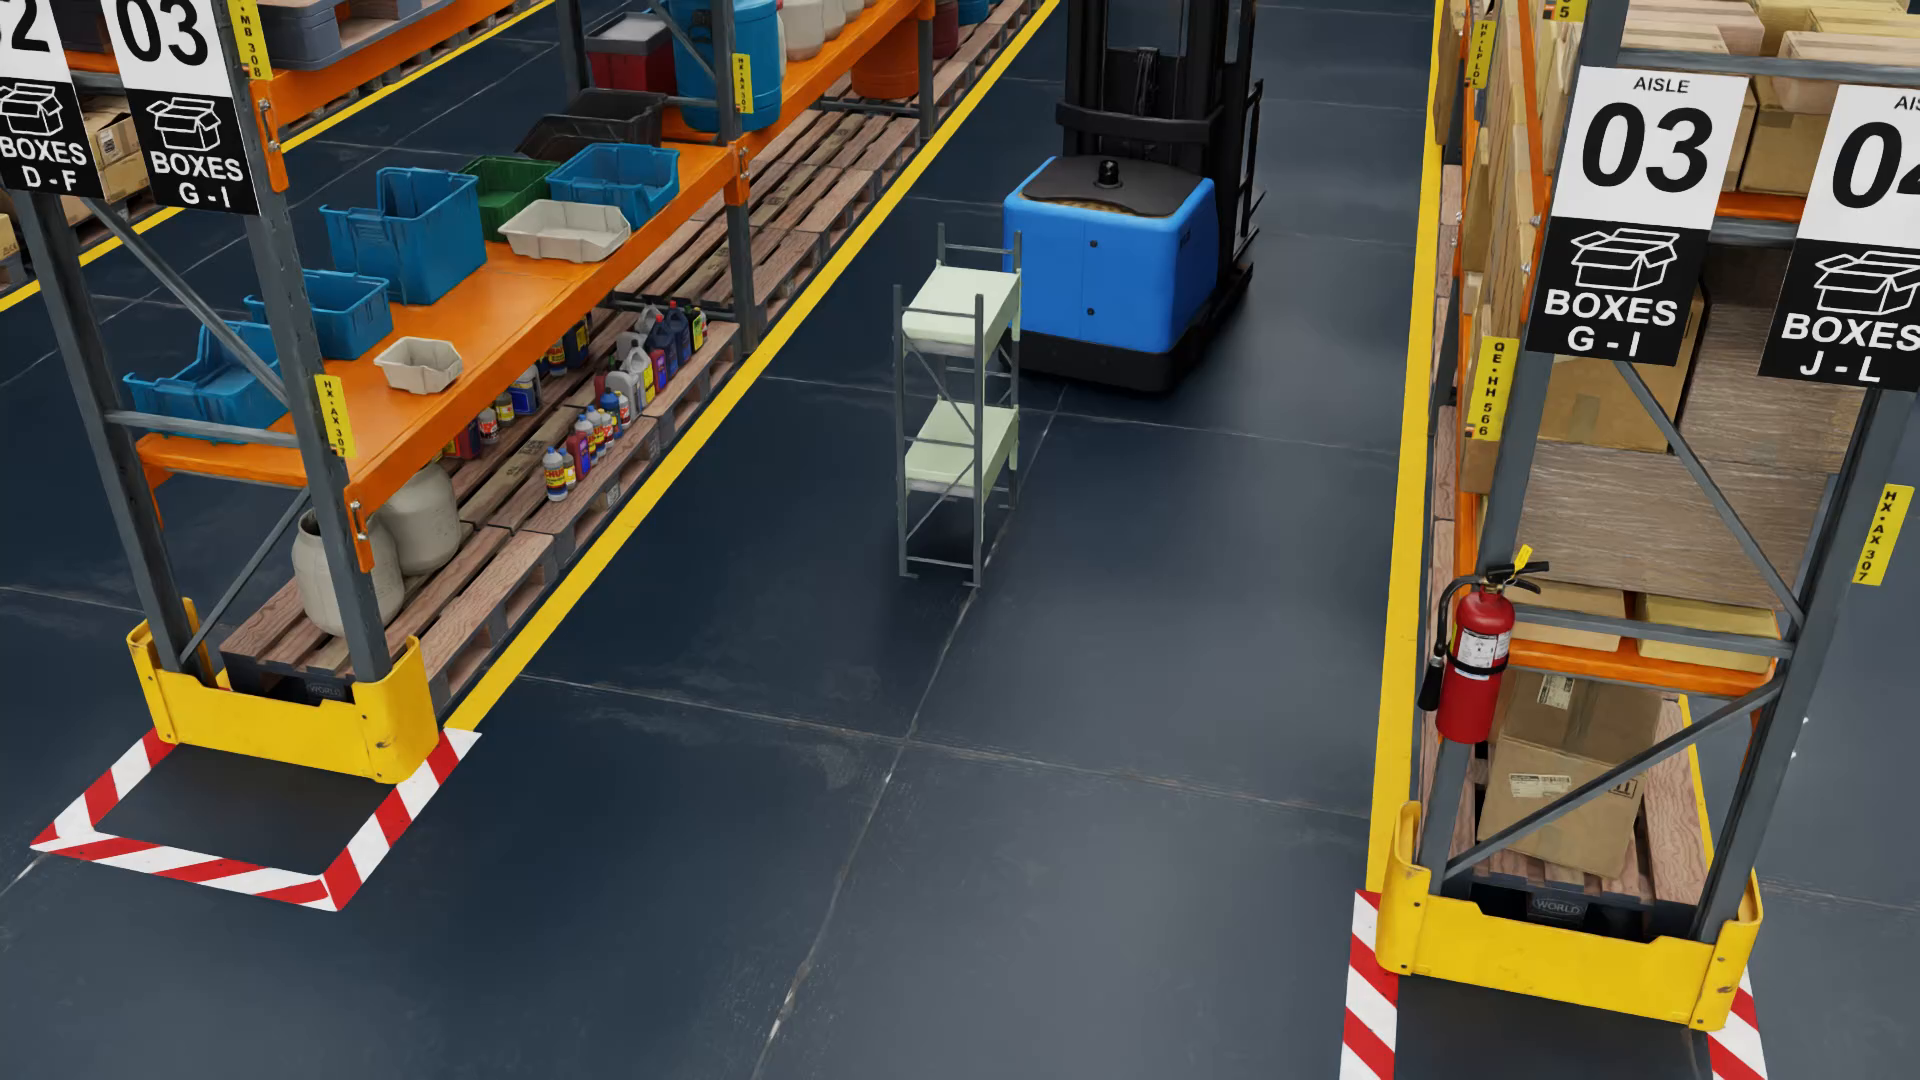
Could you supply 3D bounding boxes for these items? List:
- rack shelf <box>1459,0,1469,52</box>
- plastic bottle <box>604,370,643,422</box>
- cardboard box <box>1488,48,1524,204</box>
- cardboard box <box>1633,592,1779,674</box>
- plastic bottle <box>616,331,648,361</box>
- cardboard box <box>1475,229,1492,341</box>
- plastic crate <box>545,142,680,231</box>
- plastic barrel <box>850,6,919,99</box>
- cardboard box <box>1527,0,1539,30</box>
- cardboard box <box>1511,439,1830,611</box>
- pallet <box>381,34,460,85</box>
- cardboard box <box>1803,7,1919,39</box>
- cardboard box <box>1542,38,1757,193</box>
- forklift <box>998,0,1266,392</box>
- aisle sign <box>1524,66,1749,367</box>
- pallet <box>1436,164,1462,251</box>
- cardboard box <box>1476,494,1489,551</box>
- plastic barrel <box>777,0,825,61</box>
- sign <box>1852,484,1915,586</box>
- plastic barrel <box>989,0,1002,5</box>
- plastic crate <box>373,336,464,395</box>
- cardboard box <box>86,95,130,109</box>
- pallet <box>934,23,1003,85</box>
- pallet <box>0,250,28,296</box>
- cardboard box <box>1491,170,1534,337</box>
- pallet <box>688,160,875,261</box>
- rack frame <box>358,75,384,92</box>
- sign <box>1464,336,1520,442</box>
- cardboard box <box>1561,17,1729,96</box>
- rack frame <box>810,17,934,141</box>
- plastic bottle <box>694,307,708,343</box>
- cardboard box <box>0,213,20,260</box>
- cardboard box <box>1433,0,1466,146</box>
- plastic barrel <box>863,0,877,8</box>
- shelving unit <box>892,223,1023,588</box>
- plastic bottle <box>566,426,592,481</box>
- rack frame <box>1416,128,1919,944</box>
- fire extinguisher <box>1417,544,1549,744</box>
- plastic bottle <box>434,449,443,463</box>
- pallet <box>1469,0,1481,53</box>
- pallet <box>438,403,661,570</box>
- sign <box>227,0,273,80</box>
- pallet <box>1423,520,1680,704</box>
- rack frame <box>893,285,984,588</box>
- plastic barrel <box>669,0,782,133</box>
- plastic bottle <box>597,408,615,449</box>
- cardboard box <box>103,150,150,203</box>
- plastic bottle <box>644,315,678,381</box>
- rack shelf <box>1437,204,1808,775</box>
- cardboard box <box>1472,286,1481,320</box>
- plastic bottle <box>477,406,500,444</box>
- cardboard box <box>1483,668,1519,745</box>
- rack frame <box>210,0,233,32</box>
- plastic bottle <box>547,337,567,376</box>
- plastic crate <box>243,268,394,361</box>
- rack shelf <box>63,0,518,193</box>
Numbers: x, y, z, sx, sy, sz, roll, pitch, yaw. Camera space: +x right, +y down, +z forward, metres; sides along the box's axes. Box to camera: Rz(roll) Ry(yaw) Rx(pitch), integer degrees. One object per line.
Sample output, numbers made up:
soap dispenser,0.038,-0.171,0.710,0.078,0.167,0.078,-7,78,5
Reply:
rack shelf,4.590,-4.608,13.374,1.077,0.370,4.000,8,33,12
plastic bottle,-1.784,-0.784,8.817,0.152,0.276,0.135,9,33,13
cardboard box,2.454,-1.670,6.779,0.500,0.500,0.500,8,33,12
cardboard box,2.355,0.268,5.267,0.380,0.149,0.250,8,33,12
plastic bottle,-1.806,-1.043,9.223,0.152,0.276,0.135,8,33,12
cardboard box,2.536,-0.959,6.593,0.875,0.500,0.500,8,33,12
plastic crate,-1.742,-1.799,8.422,0.499,0.251,0.616,8,33,12
plastic barrel,-0.601,-4.066,13.481,0.600,0.830,0.708,8,33,12
cardboard box,2.314,-1.996,5.938,0.500,0.250,0.500,7,33,12
cardboard box,2.218,-0.172,5.354,0.875,0.500,0.500,8,33,12
pallet,-5.272,-4.430,15.022,1.003,0.211,1.213,8,33,12
cardboard box,2.505,-1.326,4.512,0.380,0.149,0.250,9,33,13
cardboard box,1.929,-1.210,4.701,0.500,0.250,0.500,9,33,14
forklift,1.261,-2.855,10.010,1.130,2.935,3.031,13,35,19
aisle sign,1.746,-0.828,4.334,0.394,0.787,0.004,8,33,12
pallet,3.883,-2.292,11.659,1.003,0.211,1.213,8,33,12
cardboard box,2.003,-0.059,5.781,0.380,0.149,0.250,8,33,12
plastic barrel,-1.082,-3.377,10.640,0.433,0.535,0.433,0,32,0
sign,2.577,-0.014,4.669,0.100,0.325,0.005,8,33,12
plastic barrel,0.152,-5.636,15.884,0.600,0.901,0.708,8,33,12
plastic crate,-2.200,-0.706,6.811,0.298,0.136,0.250,8,33,12
cardboard box,-5.906,-3.111,11.996,0.500,0.311,0.500,7,33,11
pallet,-0.237,-4.418,15.002,1.003,0.211,1.213,8,33,12
pallet,-6.756,-1.565,10.515,1.003,0.211,1.213,8,33,12
cardboard box,2.074,-0.892,5.554,0.500,0.500,0.500,8,33,12
pallet,-1.254,-2.344,11.740,1.003,0.211,1.213,8,33,12
rack frame,-5.499,-5.225,13.673,1.000,3.000,0.127,8,33,12
sign,1.521,-0.431,4.758,0.100,0.325,0.005,8,33,12
cardboard box,1.821,-1.280,4.440,0.380,0.149,0.250,8,33,12
rack frame,-0.708,-4.548,12.609,1.000,3.000,0.127,8,33,12
plastic bottle,-1.514,-1.247,9.613,0.097,0.201,0.097,0,32,0
cardboard box,-6.420,-1.895,10.607,0.500,0.250,0.500,8,33,12
cardboard box,4.278,-3.510,12.564,1.225,0.875,0.875,7,33,10
plastic barrel,-0.763,-4.033,11.693,0.421,0.512,0.421,0,32,0
shelving unit,-0.002,-0.629,7.842,0.431,1.500,0.755,8,33,12
plastic bottle,-1.902,-0.450,8.283,0.061,0.283,0.133,9,33,13
rack frame,2.052,0.277,5.018,1.000,3.000,0.127,8,33,12
fire extinguisher,1.578,0.307,5.044,0.296,0.674,0.183,8,33,12
plastic bottle,-2.684,-0.512,8.382,0.061,0.283,0.133,9,33,14
pallet,4.005,-3.409,10.995,1.213,0.211,1.003,8,33,12
pallet,-2.242,-0.318,8.553,1.003,0.211,1.213,8,33,12
sign,-2.207,-1.589,5.150,0.100,0.325,0.005,8,33,12
pallet,2.624,0.367,7.476,1.003,0.211,1.213,8,33,12
rack frame,-0.095,-0.440,7.543,0.400,1.500,0.023,8,33,12
plastic barrel,-1.332,-2.843,9.460,0.600,0.901,0.708,8,33,12
plastic bottle,-1.839,-0.581,8.567,0.097,0.201,0.097,0,32,0
cardboard box,-6.041,-2.607,11.726,0.500,0.250,0.500,9,33,14
plastic bottle,-1.657,-1.067,9.192,0.144,0.351,0.185,6,33,10
rack shelf,2.560,-0.457,6.843,1.077,0.370,4.000,8,33,12
cardboard box,2.429,-0.970,7.214,0.380,0.149,0.250,8,33,12
plastic bottle,-2.445,-0.606,8.606,0.097,0.201,0.097,0,32,0
cardboard box,2.346,0.518,6.577,0.500,0.500,0.500,17,36,25
rack frame,-2.738,-2.929,4.469,1.000,3.000,0.127,8,33,12
plastic bottle,-2.250,-1.053,9.243,0.097,0.271,0.097,0,32,0
plastic crate,-2.731,-0.971,7.120,0.499,0.251,0.408,8,33,12
rack shelf,-2.231,-2.397,7.099,1.077,0.370,4.000,8,33,12
